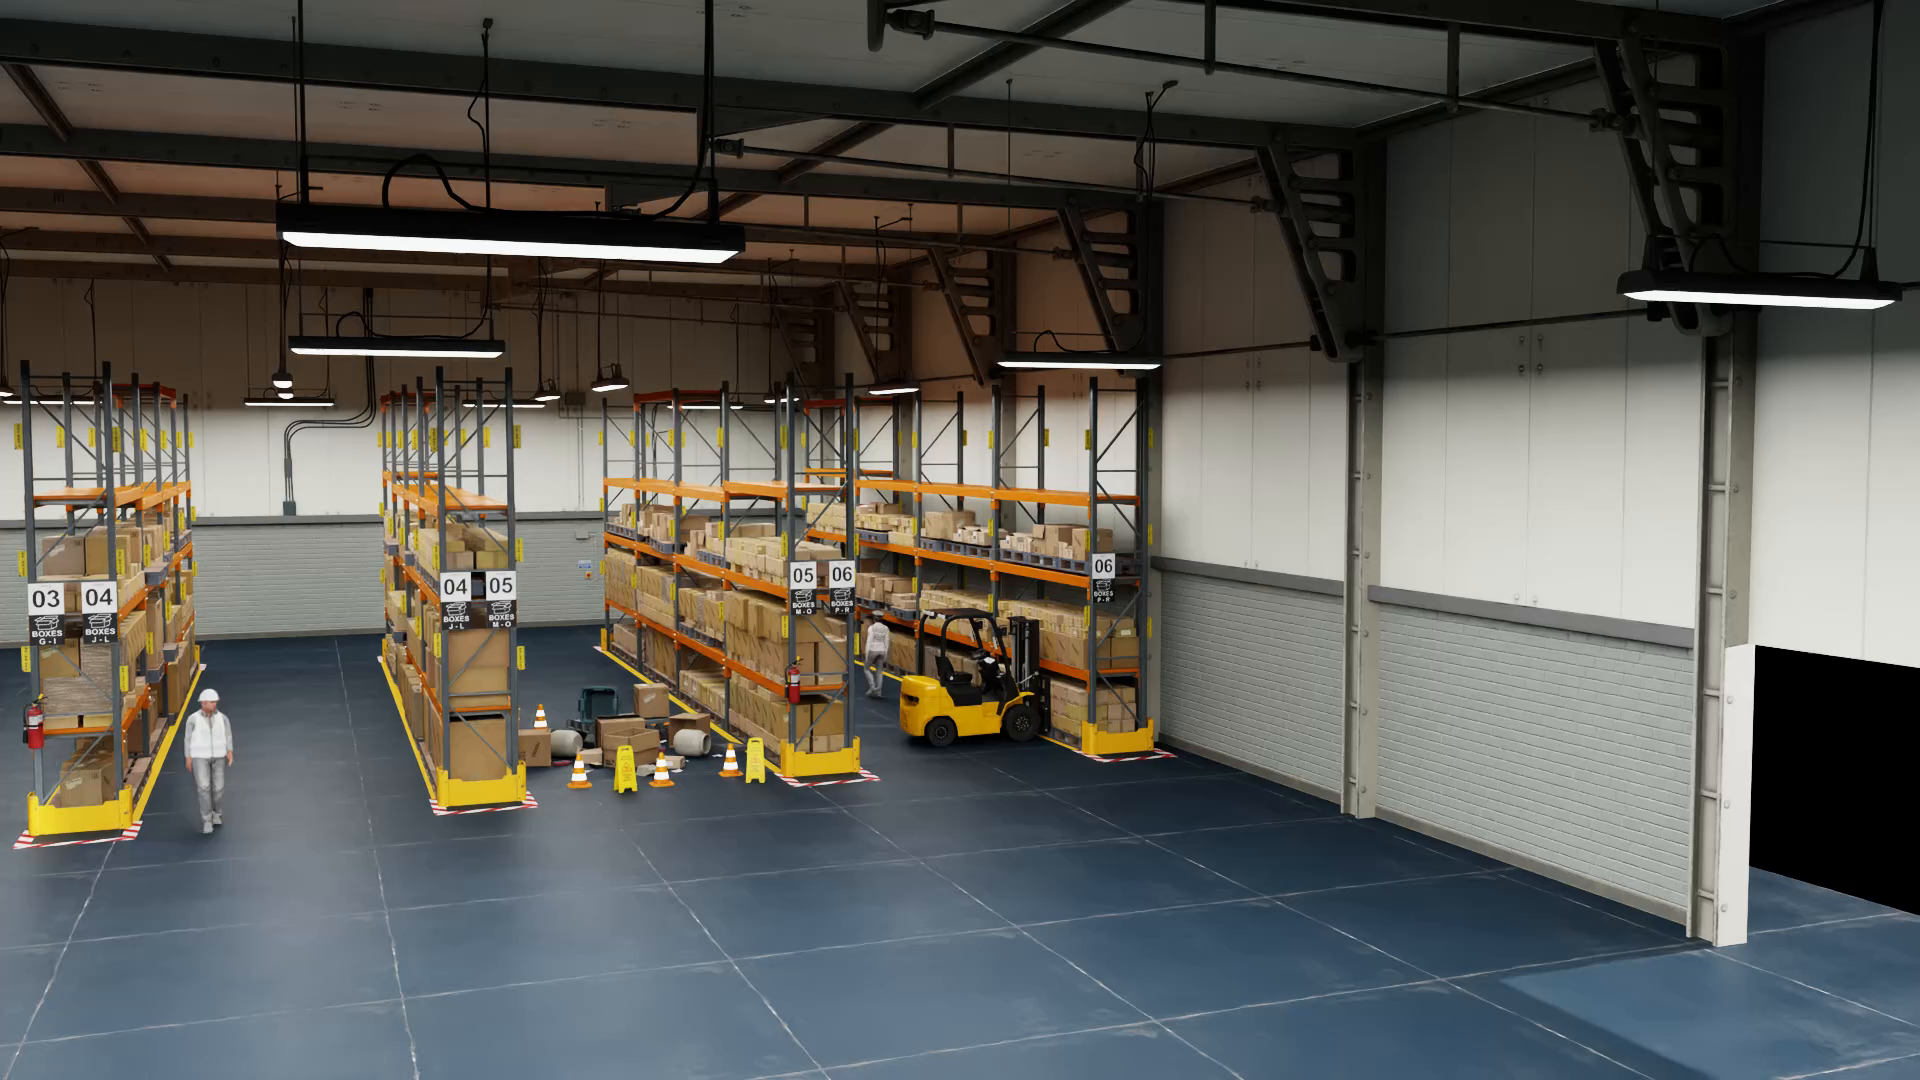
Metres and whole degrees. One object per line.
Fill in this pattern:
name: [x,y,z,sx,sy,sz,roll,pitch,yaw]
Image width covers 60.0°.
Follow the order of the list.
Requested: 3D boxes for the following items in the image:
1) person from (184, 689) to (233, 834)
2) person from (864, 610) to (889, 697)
person: [-9.643,2.839,21.468,0.561,1.789,0.676,-3,5,-40]
person: [-1.622,2.211,32.327,0.523,1.676,0.380,-2,4,-26]
